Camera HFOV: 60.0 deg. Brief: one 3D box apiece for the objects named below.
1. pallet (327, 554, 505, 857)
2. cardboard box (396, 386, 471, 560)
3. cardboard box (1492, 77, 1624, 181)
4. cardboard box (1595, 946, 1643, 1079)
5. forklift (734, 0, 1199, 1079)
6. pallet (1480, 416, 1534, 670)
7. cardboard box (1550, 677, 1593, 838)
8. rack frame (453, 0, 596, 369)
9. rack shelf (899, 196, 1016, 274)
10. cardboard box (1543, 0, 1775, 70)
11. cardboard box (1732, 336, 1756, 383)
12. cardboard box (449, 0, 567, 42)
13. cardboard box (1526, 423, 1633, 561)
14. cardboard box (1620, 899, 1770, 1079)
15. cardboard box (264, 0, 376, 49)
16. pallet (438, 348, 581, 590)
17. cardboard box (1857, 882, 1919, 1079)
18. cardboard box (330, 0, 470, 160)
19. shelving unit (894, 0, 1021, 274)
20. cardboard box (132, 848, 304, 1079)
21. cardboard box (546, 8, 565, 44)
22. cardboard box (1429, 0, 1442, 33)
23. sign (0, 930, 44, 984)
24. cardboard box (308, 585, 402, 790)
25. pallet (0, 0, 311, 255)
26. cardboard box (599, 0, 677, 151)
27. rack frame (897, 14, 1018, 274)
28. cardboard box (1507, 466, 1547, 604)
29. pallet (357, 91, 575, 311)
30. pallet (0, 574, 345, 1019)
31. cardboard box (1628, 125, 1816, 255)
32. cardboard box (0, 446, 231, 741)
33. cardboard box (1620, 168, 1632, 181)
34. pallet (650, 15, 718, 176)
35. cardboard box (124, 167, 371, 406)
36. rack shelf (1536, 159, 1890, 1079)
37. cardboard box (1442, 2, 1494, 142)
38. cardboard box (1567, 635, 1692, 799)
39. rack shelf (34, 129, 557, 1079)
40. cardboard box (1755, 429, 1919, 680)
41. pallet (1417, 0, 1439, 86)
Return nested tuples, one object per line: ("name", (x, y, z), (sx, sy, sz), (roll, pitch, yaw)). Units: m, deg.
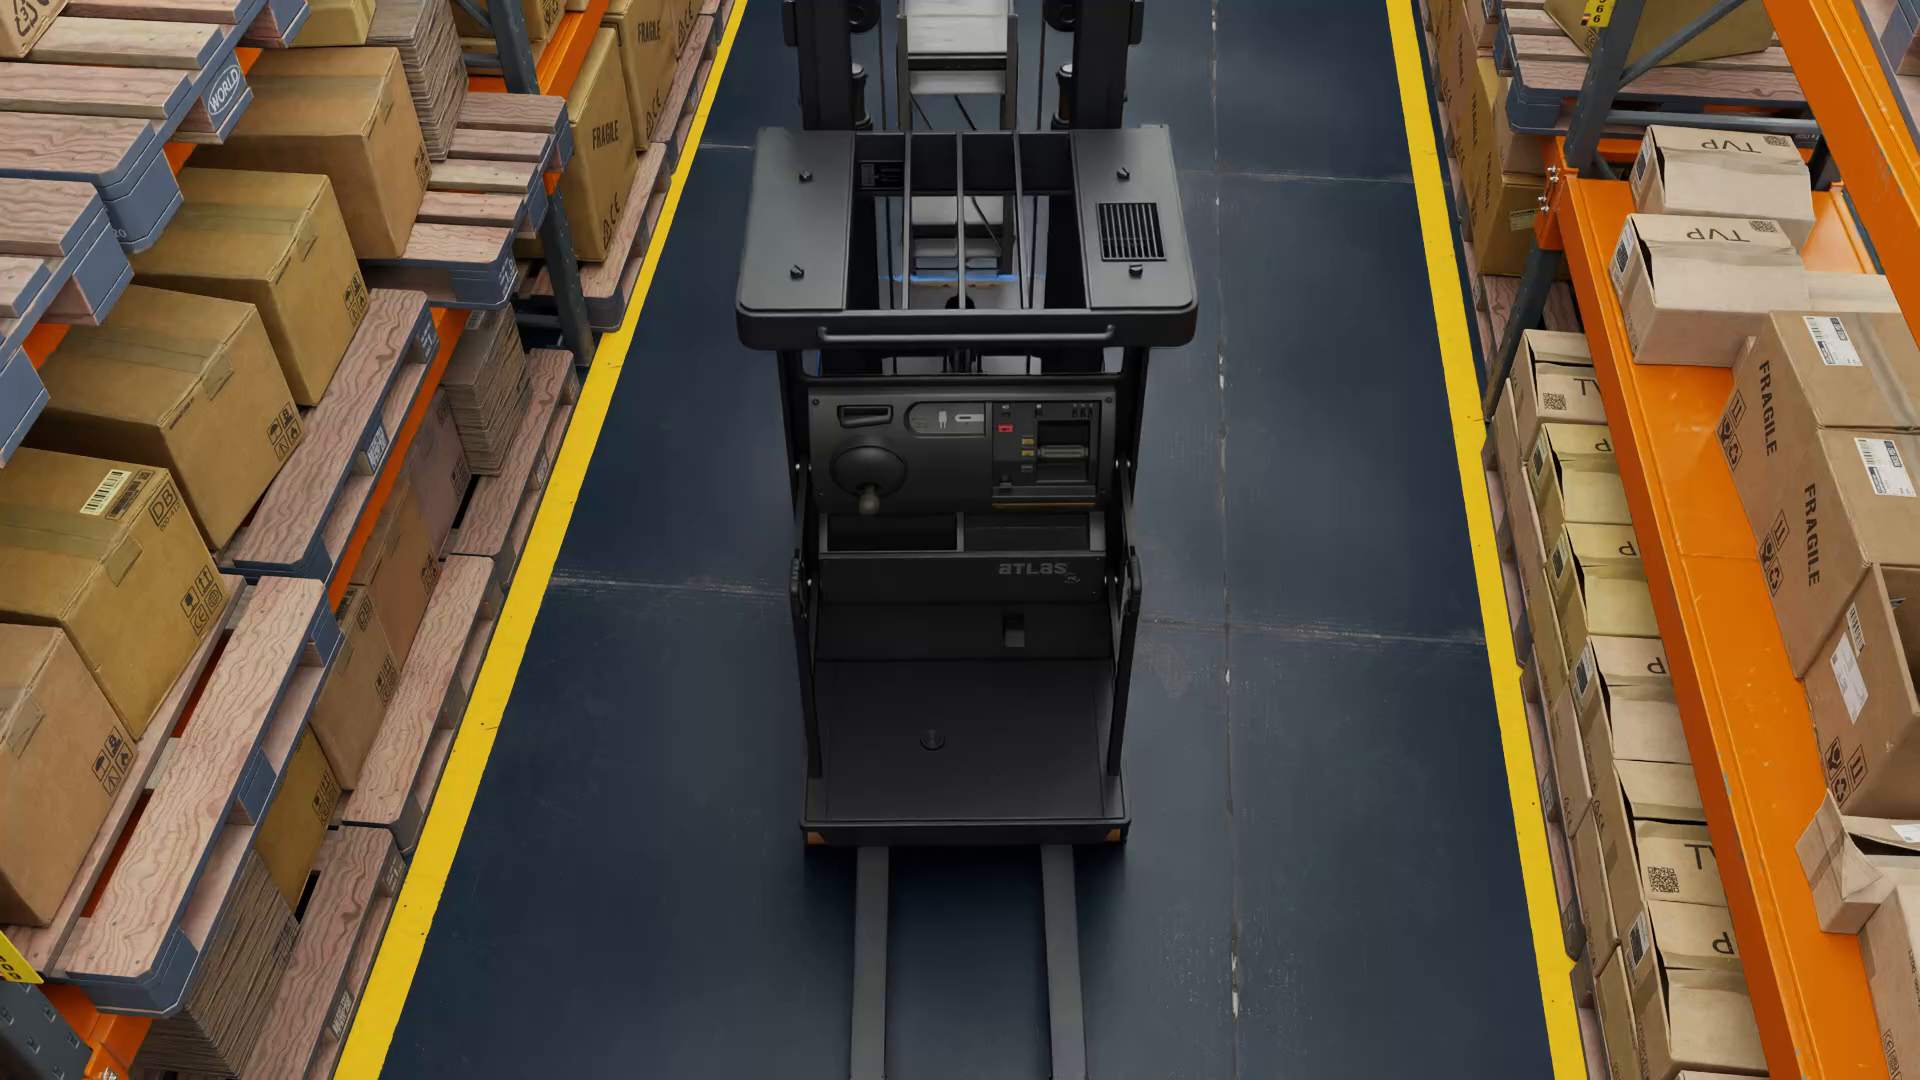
("pallet", (-2.340, 0.550, 6.104), (1.003, 0.211, 1.213), (4, 48, 4))
("cardboard box", (-2.330, -0.261, 6.352), (0.700, 0.500, 0.500), (4, 48, 3))
("cardboard box", (2.632, -1.831, 7.280), (0.500, 0.250, 0.500), (6, 48, 5))
("cardboard box", (2.212, 1.501, 4.923), (0.500, 0.250, 0.500), (3, 48, 3))
("forklift", (0.012, -0.172, 4.921), (1.130, 2.935, 3.031), (0, 48, 0))
("pallet", (2.666, 0.015, 6.594), (1.003, 0.211, 1.213), (4, 48, 4))
("cardboard box", (2.306, 0.751, 5.609), (0.500, 0.250, 0.500), (5, 48, 4))
("rack frame", (-2.154, -1.859, 6.418), (1.000, 3.000, 0.127), (4, 48, 4))
("rack shelf", (-0.012, -1.191, 6.435), (0.431, 0.518, 0.480), (0, 48, 0))
("cardboard box", (2.725, -2.175, 6.354), (0.700, 0.500, 0.500), (-11, 48, -10))
("cardboard box", (2.719, -0.503, 5.348), (0.380, 0.149, 0.250), (7, 48, 6))
("cardboard box", (-1.855, -2.340, 6.574), (0.500, 0.500, 0.500), (5, 48, 5))
("cardboard box", (2.400, -0.180, 6.081), (0.500, 0.311, 0.500), (3, 48, 3))
("cardboard box", (2.207, 1.308, 4.720), (0.500, 0.311, 0.500), (5, 48, 5))
("cardboard box", (-2.170, -1.767, 5.528), (0.380, 0.149, 0.250), (-3, 48, -3))
("pallet", (-2.227, -0.344, 6.921), (1.003, 0.211, 1.213), (4, 48, 4))
("cardboard box", (2.416, 1.096, 3.816), (0.500, 0.250, 0.500), (7, 48, 6))
("cardboard box", (-2.187, -1.695, 5.902), (0.700, 0.500, 0.500), (-1, 48, -1))
("shelving unit", (-0.012, -1.201, 6.425), (0.431, 2.100, 0.503), (0, 48, 0))
("cardboard box", (-2.468, 1.233, 4.985), (0.700, 0.500, 0.500), (5, 48, 5))
("cardboard box", (-1.862, -2.192, 6.879), (0.380, 0.149, 0.250), (4, 48, 4))
("cardboard box", (2.820, -3.041, 8.895), (0.500, 0.500, 0.500), (4, 48, 4))
("sign", (-1.978, 0.819, 3.382), (0.100, 0.325, 0.005), (4, 48, 4))
("cardboard box", (-2.384, 0.478, 5.676), (0.700, 0.500, 0.500), (4, 48, 4))
("pallet", (-2.265, -1.078, 3.797), (1.213, 0.211, 1.003), (4, 48, 4))
("cardboard box", (-1.870, -2.450, 8.130), (0.750, 0.750, 0.750), (4, 48, 3))
("rack frame", (-0.009, -1.021, 6.261), (0.400, 2.100, 0.015), (0, 48, 0))
("cardboard box", (2.394, -0.008, 6.303), (0.500, 0.250, 0.500), (3, 48, 2))
("pallet", (-2.113, -1.264, 6.003), (1.213, 0.211, 1.003), (4, 48, 4))
("pallet", (-2.304, 0.593, 4.305), (1.003, 0.211, 1.213), (4, 48, 4))
("cardboard box", (2.703, -1.234, 5.907), (0.500, 0.311, 0.500), (7, 48, 6))
("cardboard box", (-2.380, 0.116, 4.245), (0.700, 0.500, 0.500), (8, 48, 8))
("cardboard box", (3.148, -1.534, 7.516), (0.500, 0.500, 0.500), (2, 48, 2))
("pallet", (-1.893, -2.386, 8.790), (1.003, 0.211, 1.213), (4, 48, 4))
("cardboard box", (-2.278, -0.778, 5.063), (0.700, 0.500, 0.500), (4, 48, 4))
("rack shelf", (2.597, 0.184, 5.037), (1.077, 0.370, 4.000), (4, 48, 4))
("cardboard box", (2.720, -2.303, 8.219), (0.500, 0.500, 0.500), (2, 48, 2))
("cardboard box", (2.305, 0.572, 5.392), (0.500, 0.311, 0.500), (3, 48, 3))
("rack shelf", (-2.336, -0.147, 5.339), (1.077, 0.370, 4.000), (4, 48, 4))
("cardboard box", (2.595, 0.058, 4.596), (0.500, 0.500, 0.500), (4, 48, 4))
("pallet", (3.107, -2.927, 9.284), (1.003, 0.211, 1.213), (4, 48, 4))
